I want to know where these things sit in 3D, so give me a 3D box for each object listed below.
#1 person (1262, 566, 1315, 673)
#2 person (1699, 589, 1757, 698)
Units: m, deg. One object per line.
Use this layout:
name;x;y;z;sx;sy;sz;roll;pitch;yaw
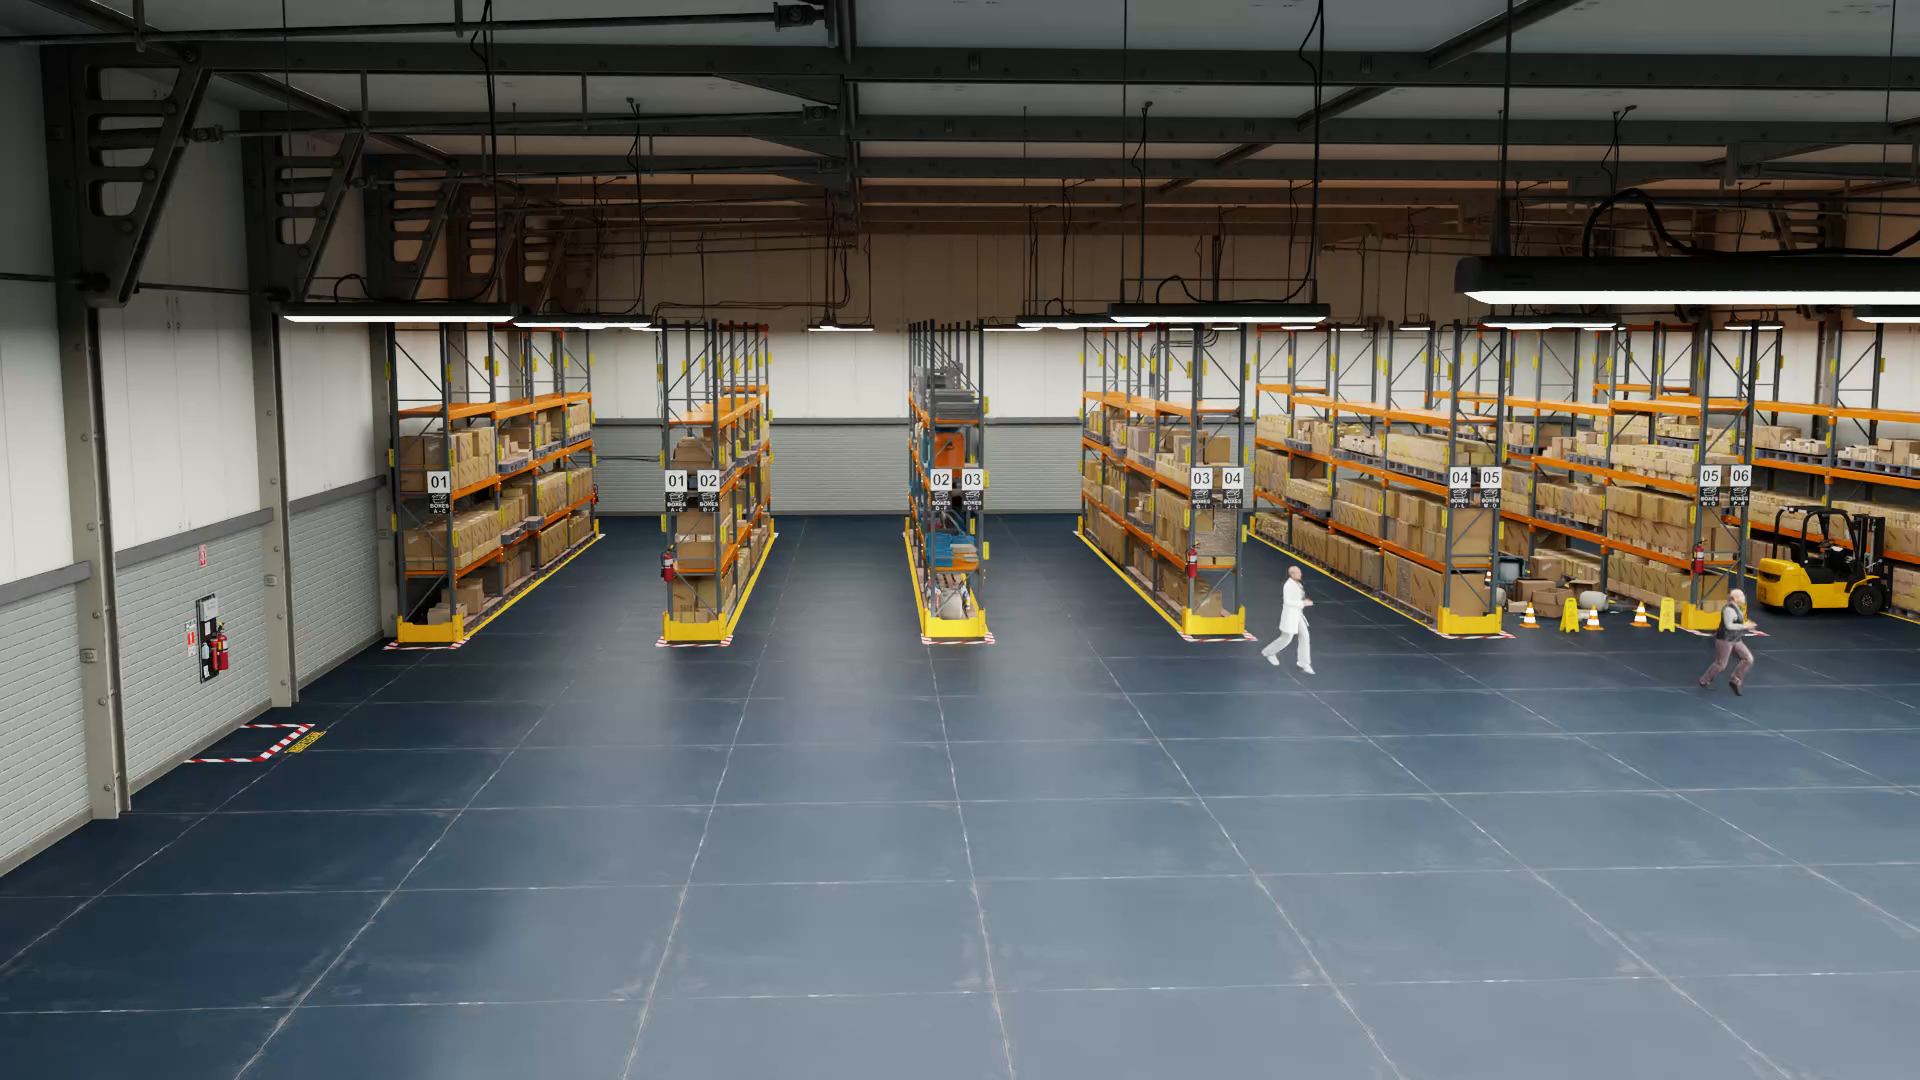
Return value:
person;5.619;1.361;28.397;0.971;1.854;0.738;4;8;32
person;12.189;1.627;26.363;0.825;1.735;0.680;6;10;42
